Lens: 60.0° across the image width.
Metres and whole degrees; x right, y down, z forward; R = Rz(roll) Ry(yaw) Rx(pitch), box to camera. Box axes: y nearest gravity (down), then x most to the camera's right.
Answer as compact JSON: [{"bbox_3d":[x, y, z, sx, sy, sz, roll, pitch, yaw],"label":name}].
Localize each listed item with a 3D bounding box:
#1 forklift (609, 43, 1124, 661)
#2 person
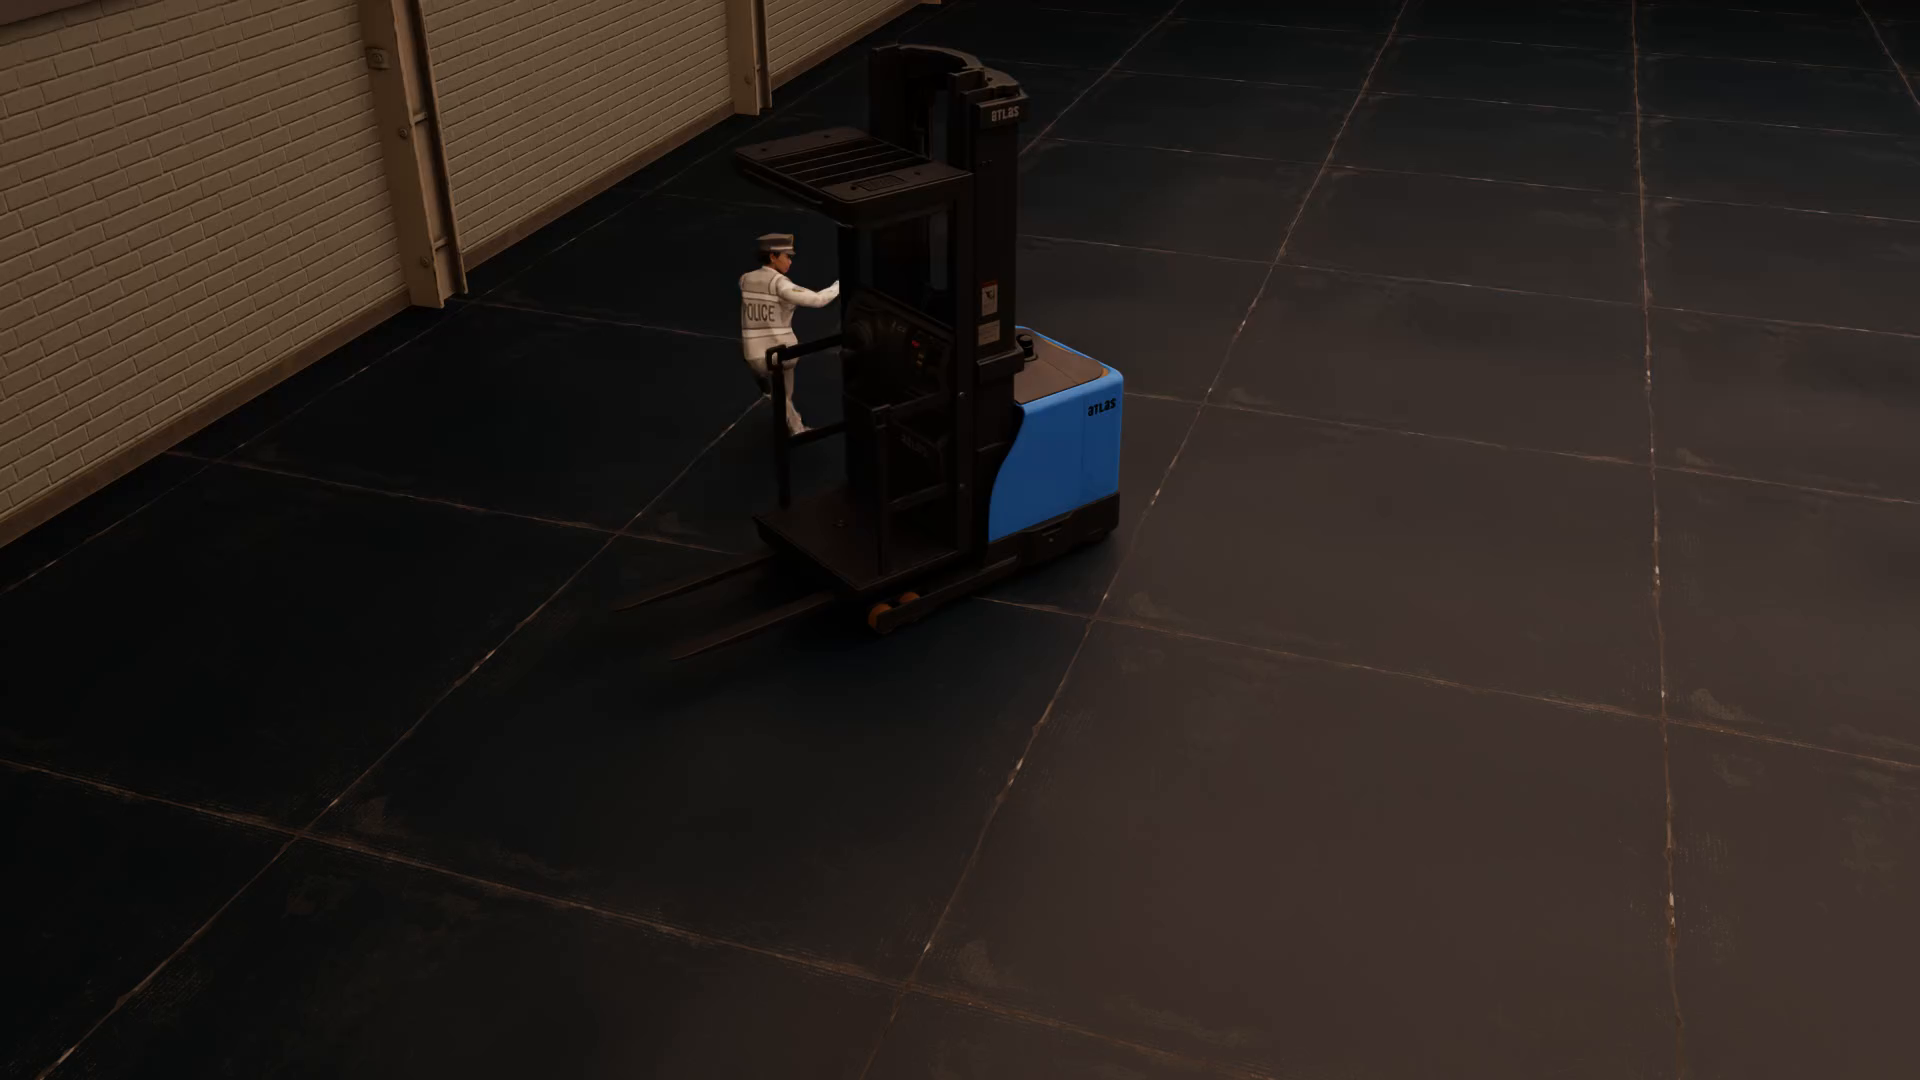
[{"bbox_3d":[-0.507,-1.050,8.978,3.031,2.935,1.130,-21,36,-32],"label":"forklift"},{"bbox_3d":[-1.091,-1.377,11.116,0.760,1.423,1.047,2,30,4],"label":"person"}]
